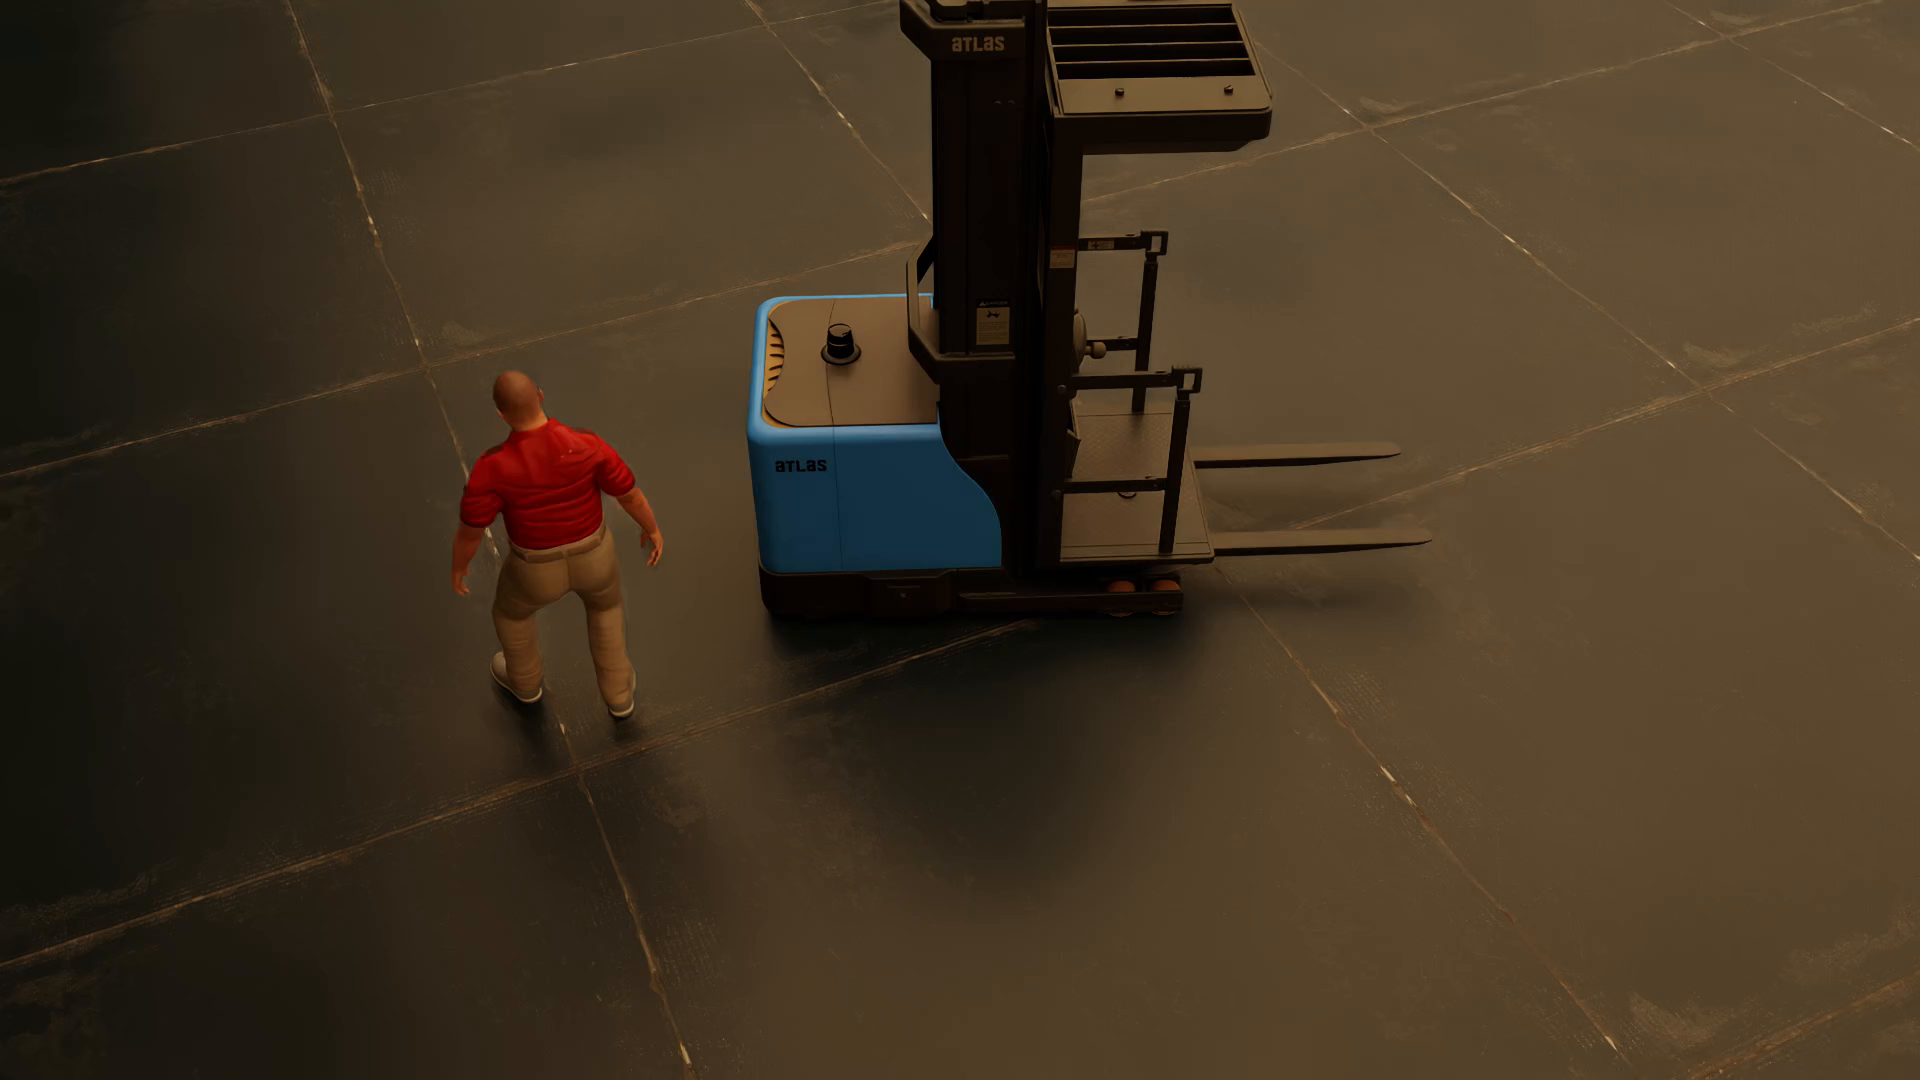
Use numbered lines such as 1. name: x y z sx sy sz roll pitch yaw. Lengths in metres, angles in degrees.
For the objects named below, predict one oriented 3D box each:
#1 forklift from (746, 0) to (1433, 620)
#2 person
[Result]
1. forklift: 0.610 -1.090 6.848 3.031 2.935 1.130 -2 43 -2
2. person: -1.617 -0.003 6.593 0.823 1.693 0.547 -16 45 -16
